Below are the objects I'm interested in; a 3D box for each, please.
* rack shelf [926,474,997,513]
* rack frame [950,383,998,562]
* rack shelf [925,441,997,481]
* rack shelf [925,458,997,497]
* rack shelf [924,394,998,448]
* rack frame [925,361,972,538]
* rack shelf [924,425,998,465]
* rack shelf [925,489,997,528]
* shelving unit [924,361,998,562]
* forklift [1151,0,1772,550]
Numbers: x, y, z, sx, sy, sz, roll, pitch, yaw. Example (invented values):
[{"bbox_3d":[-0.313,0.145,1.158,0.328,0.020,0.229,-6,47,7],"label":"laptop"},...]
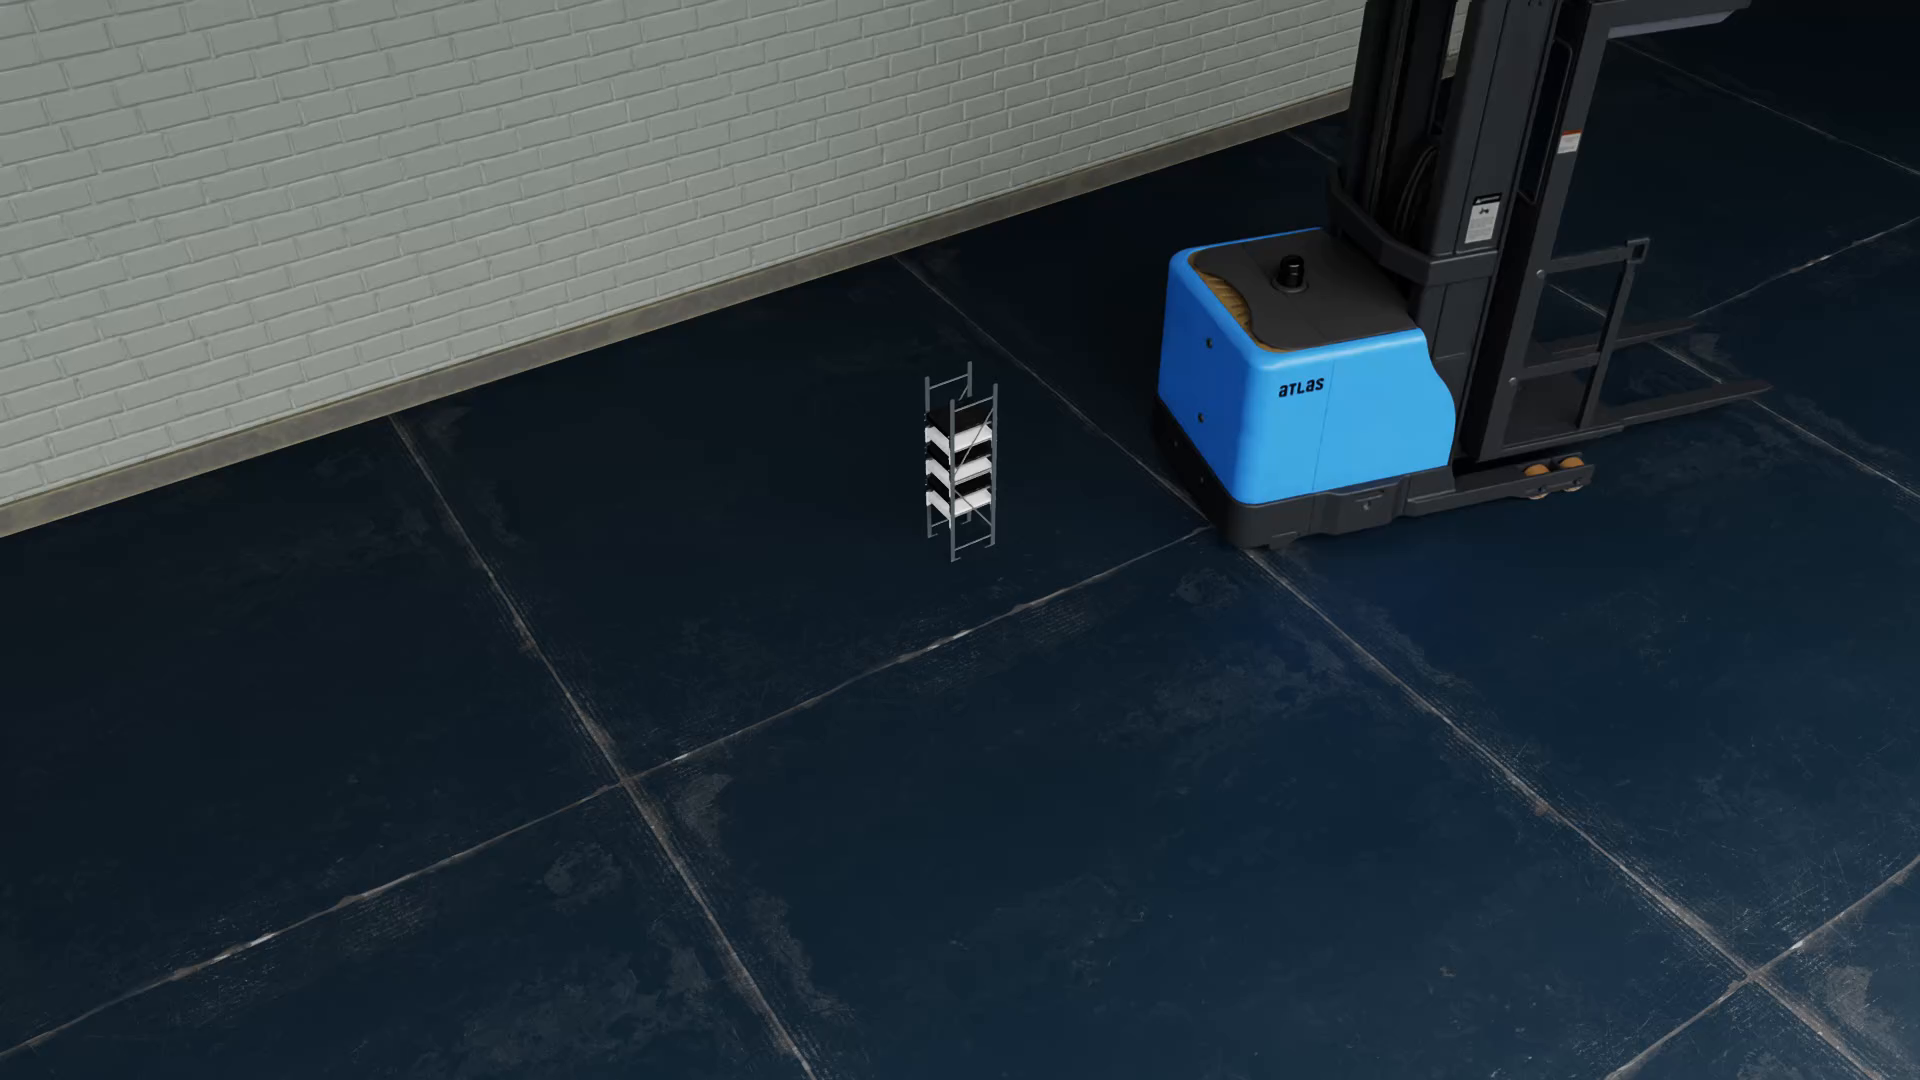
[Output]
[{"bbox_3d":[0.004,-0.247,7.536,0.258,0.077,0.200,-22,45,-24],"label":"rack shelf"},{"bbox_3d":[0.059,-0.286,7.391,0.240,0.900,0.006,-22,45,-24],"label":"rack frame"},{"bbox_3d":[0.004,-0.385,7.420,0.258,0.077,0.200,-22,45,-24],"label":"rack shelf"},{"bbox_3d":[0.004,-0.316,7.478,0.258,0.077,0.200,-22,45,-24],"label":"rack shelf"},{"bbox_3d":[0.004,-0.523,7.305,0.258,0.077,0.200,-22,45,-24],"label":"rack shelf"},{"bbox_3d":[-0.050,-0.396,7.523,0.240,0.900,0.006,-22,45,-24],"label":"rack frame"},{"bbox_3d":[0.004,-0.454,7.363,0.258,0.077,0.200,-22,45,-24],"label":"rack shelf"},{"bbox_3d":[0.004,-0.177,7.593,0.258,0.077,0.200,-22,45,-24],"label":"rack shelf"},{"bbox_3d":[0.004,-0.341,7.457,0.258,0.900,0.210,-22,45,-24],"label":"shelving unit"},{"bbox_3d":[2.526,-1.632,7.419,3.031,2.935,1.130,-12,41,-14],"label":"forklift"}]
